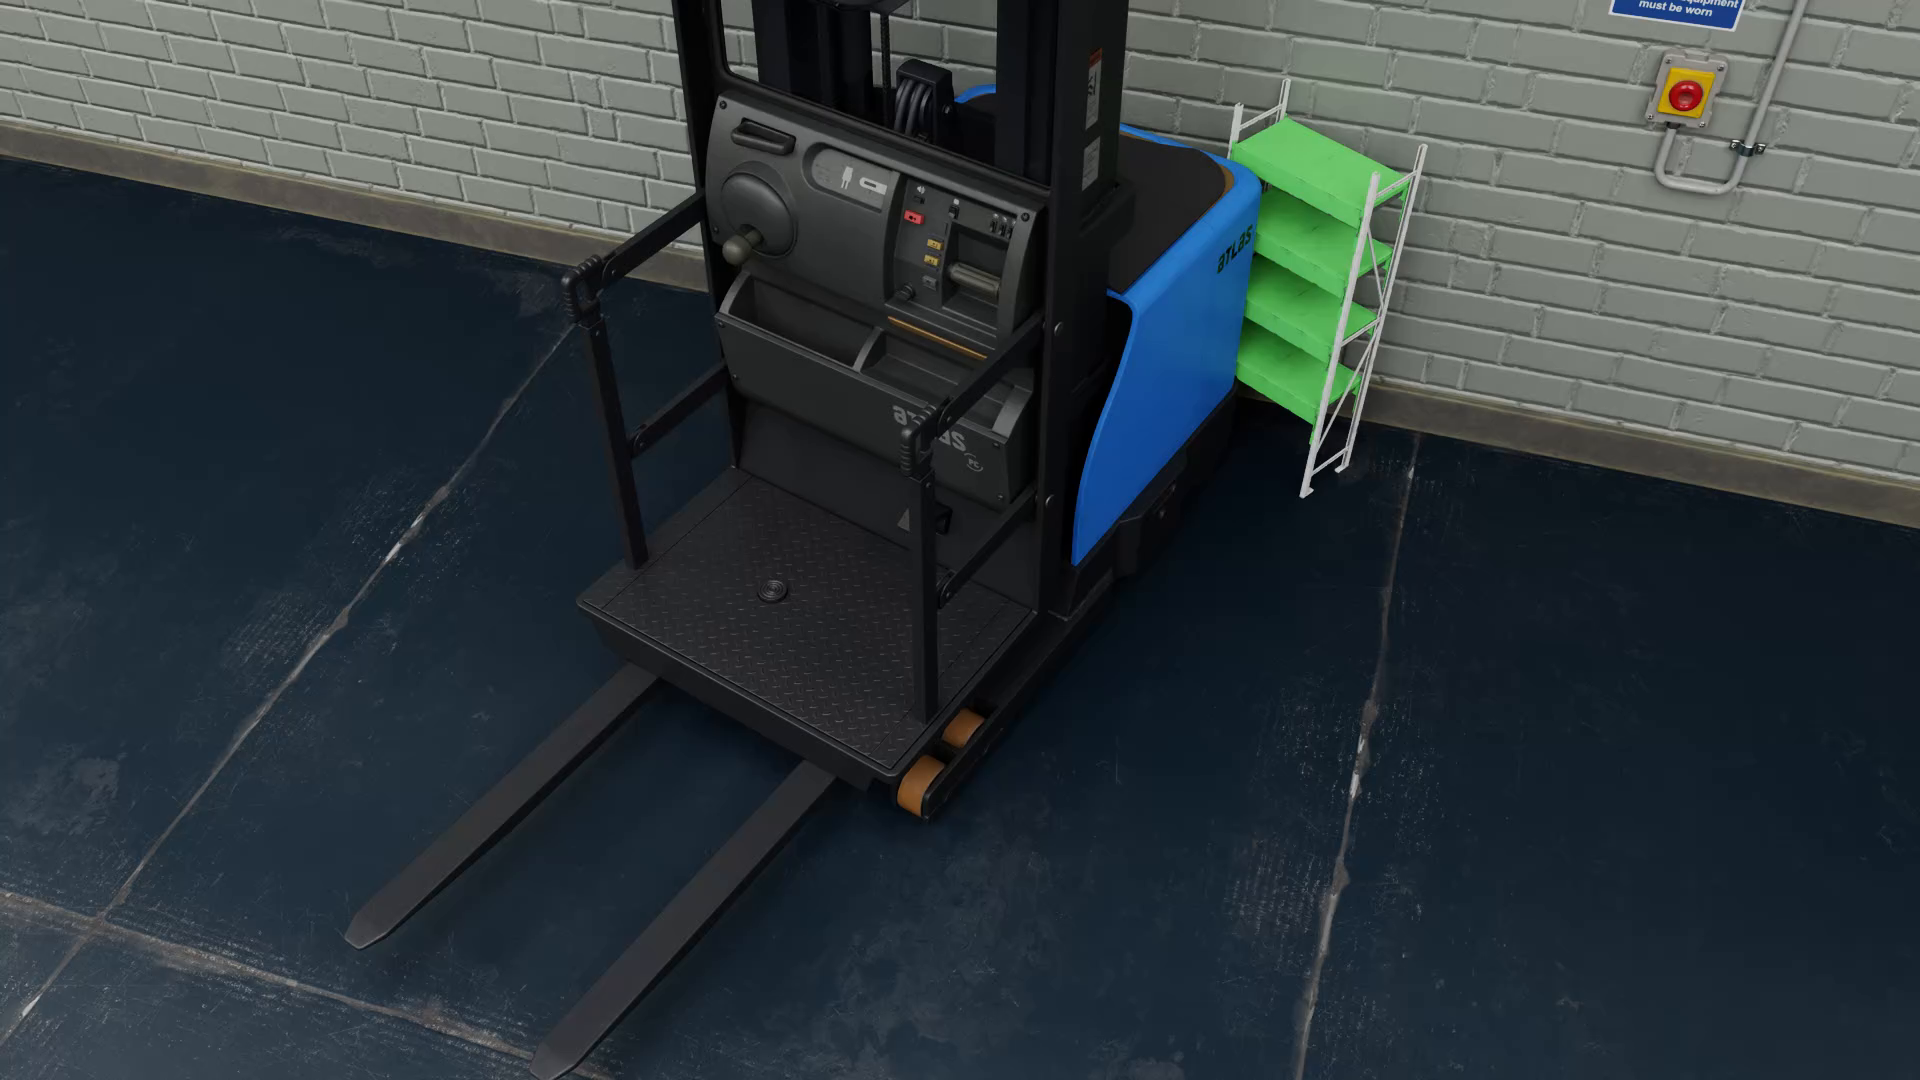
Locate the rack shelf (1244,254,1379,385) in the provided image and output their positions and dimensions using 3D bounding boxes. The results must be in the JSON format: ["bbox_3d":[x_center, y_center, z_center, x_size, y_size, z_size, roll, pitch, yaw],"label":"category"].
[{"bbox_3d":[1.038,-0.705,5.198,0.258,0.148,0.480,-32,54,-30],"label":"rack shelf"}]

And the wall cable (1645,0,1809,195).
[{"bbox_3d":[1.949,-1.702,4.096,0.585,1.953,0.123,13,46,13],"label":"wall cable"}]

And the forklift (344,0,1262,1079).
[{"bbox_3d":[-0.348,-0.687,3.856,1.130,2.935,3.031,25,50,24],"label":"forklift"}]

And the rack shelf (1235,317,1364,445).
[{"bbox_3d":[1.032,-0.533,5.365,0.258,0.148,0.480,-32,54,-30],"label":"rack shelf"}]

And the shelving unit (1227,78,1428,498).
[{"bbox_3d":[1.040,-0.751,5.153,0.258,1.200,0.503,-32,54,-30],"label":"shelving unit"}]

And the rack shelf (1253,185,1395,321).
[{"bbox_3d":[1.044,-0.877,5.031,0.258,0.148,0.480,-32,54,-30],"label":"rack shelf"}]

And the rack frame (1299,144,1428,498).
[{"bbox_3d":[1.207,-0.624,5.028,0.240,1.200,0.015,-32,54,-30],"label":"rack frame"}]

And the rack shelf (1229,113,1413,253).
[{"bbox_3d":[1.050,-1.050,4.864,0.258,0.148,0.480,-32,54,-30],"label":"rack shelf"}]

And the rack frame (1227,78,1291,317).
[{"bbox_3d":[0.873,-0.878,5.278,0.240,1.200,0.015,-32,54,-30],"label":"rack frame"}]

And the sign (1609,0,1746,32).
[{"bbox_3d":[1.922,-1.475,4.420,0.327,0.218,0.001,13,46,13],"label":"sign"}]
